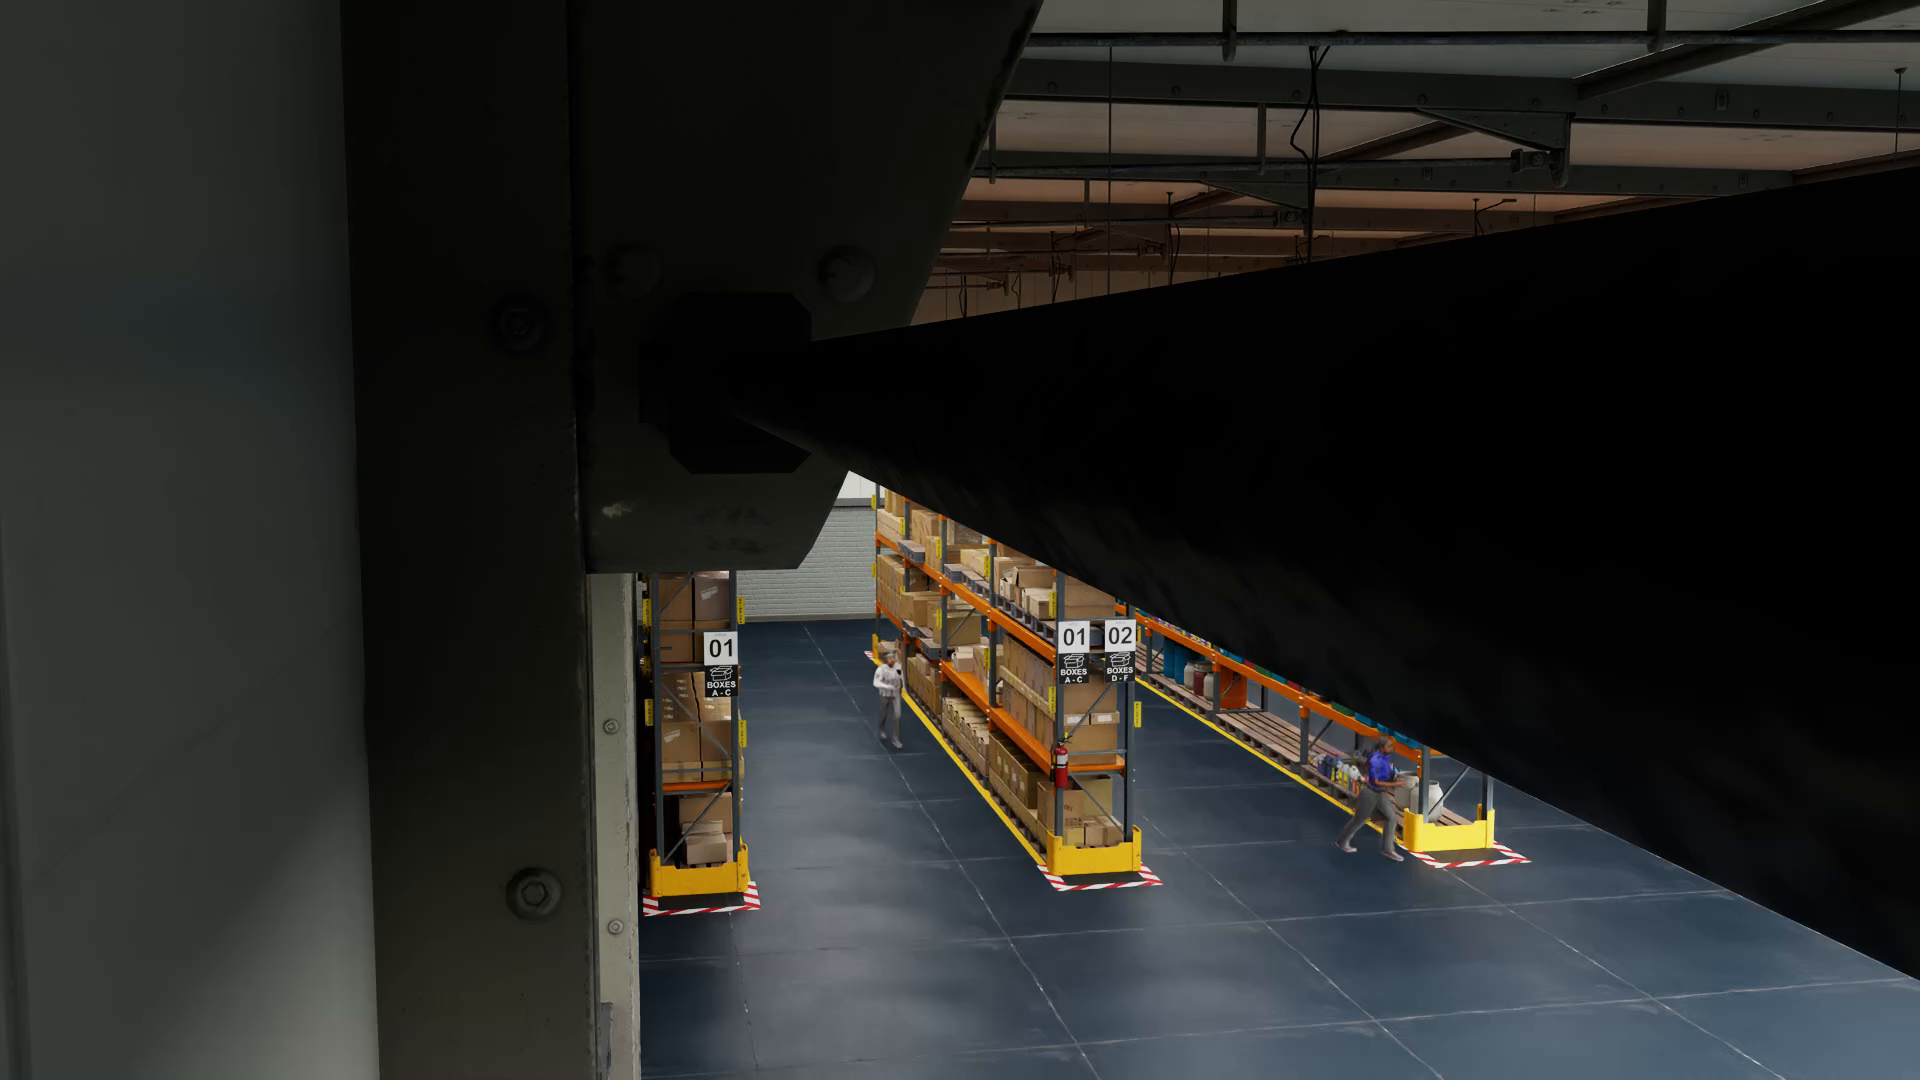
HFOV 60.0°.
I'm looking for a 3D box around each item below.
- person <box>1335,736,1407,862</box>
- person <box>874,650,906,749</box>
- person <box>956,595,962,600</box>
[{"bbox_3d":[5.312,3.309,21.430,0.939,1.629,0.589,4,7,35],"label":"person"},{"bbox_3d":[-1.193,2.631,28.028,0.607,1.652,0.935,-2,6,-15],"label":"person"},{"bbox_3d":[-0.229,1.619,37.472,0.675,1.761,0.722,-4,7,-36],"label":"person"}]
